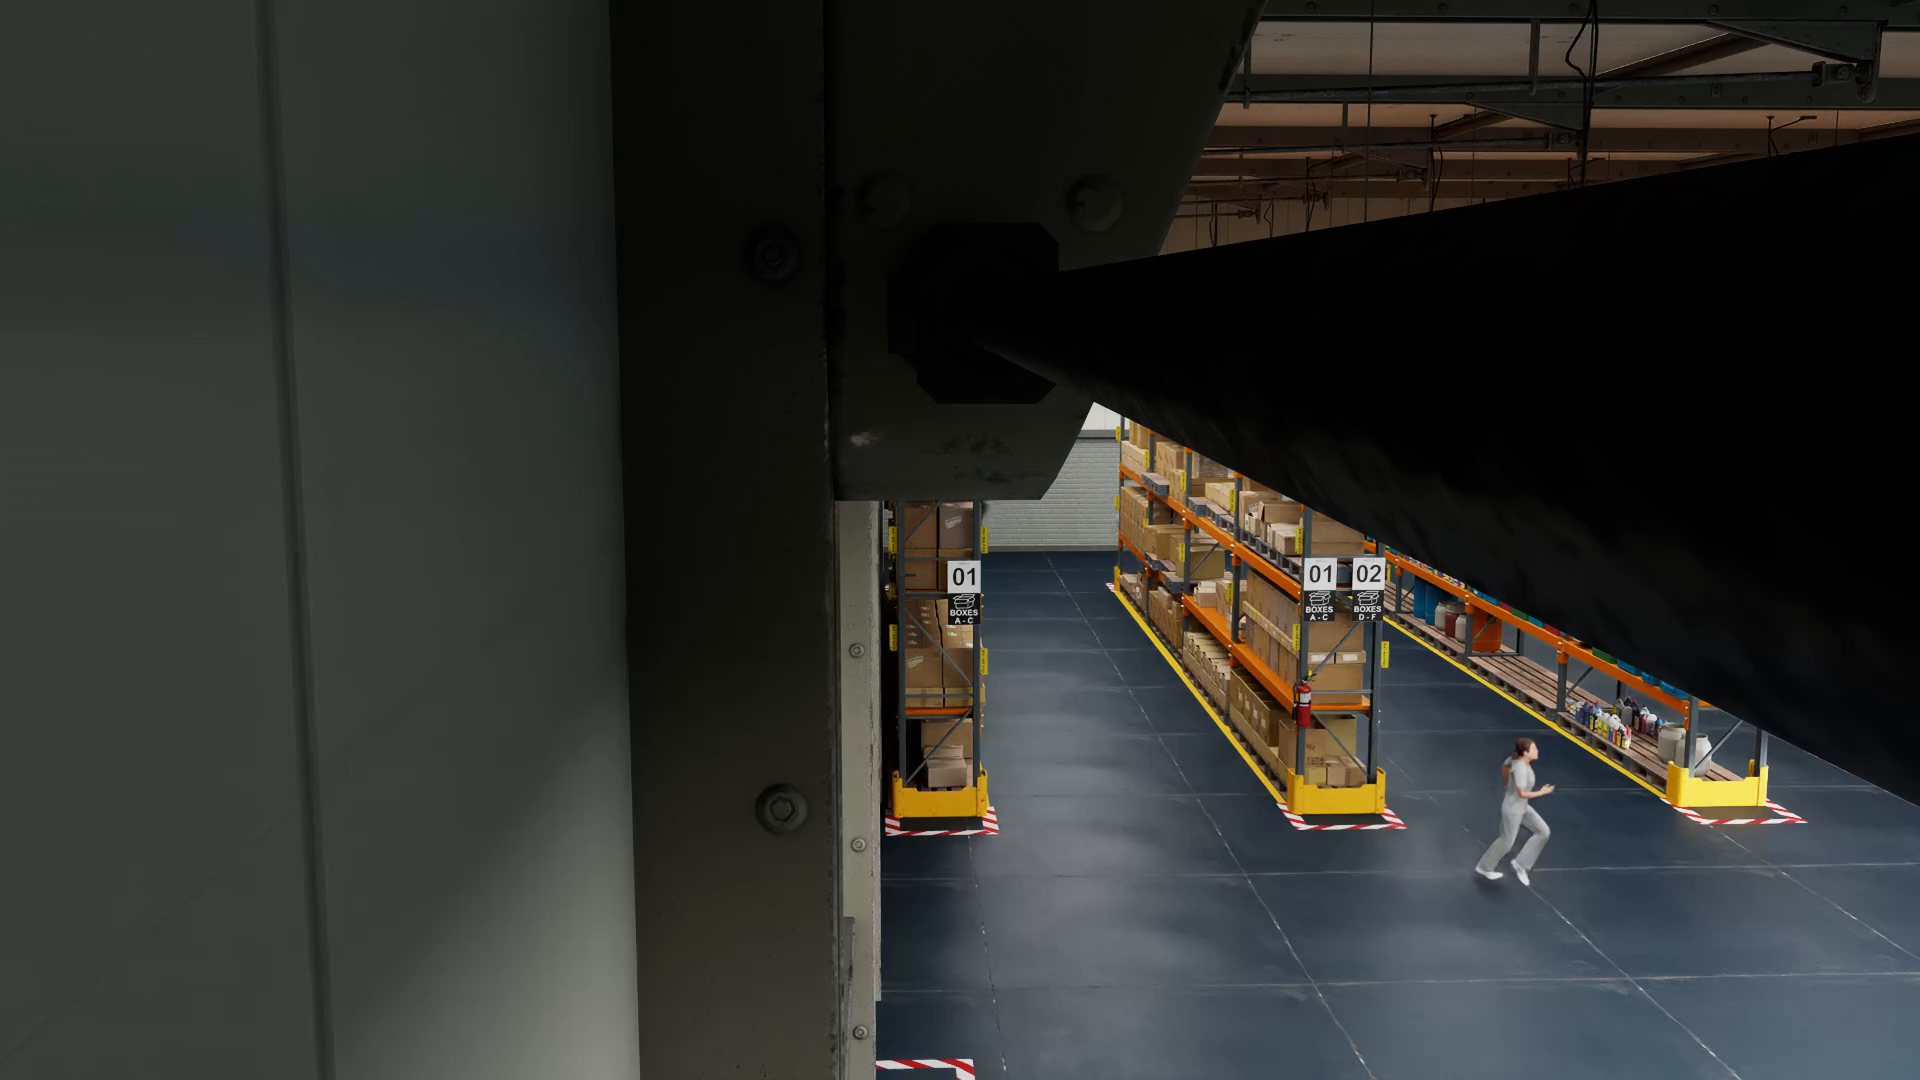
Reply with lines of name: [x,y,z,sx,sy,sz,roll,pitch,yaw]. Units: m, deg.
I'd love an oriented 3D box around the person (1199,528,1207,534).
person: [5.297,0.189,36.754,0.711,1.757,0.837,-5,9,-29]

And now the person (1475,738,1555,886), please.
person: [6.011,2.922,17.986,0.792,1.651,0.590,4,9,26]
